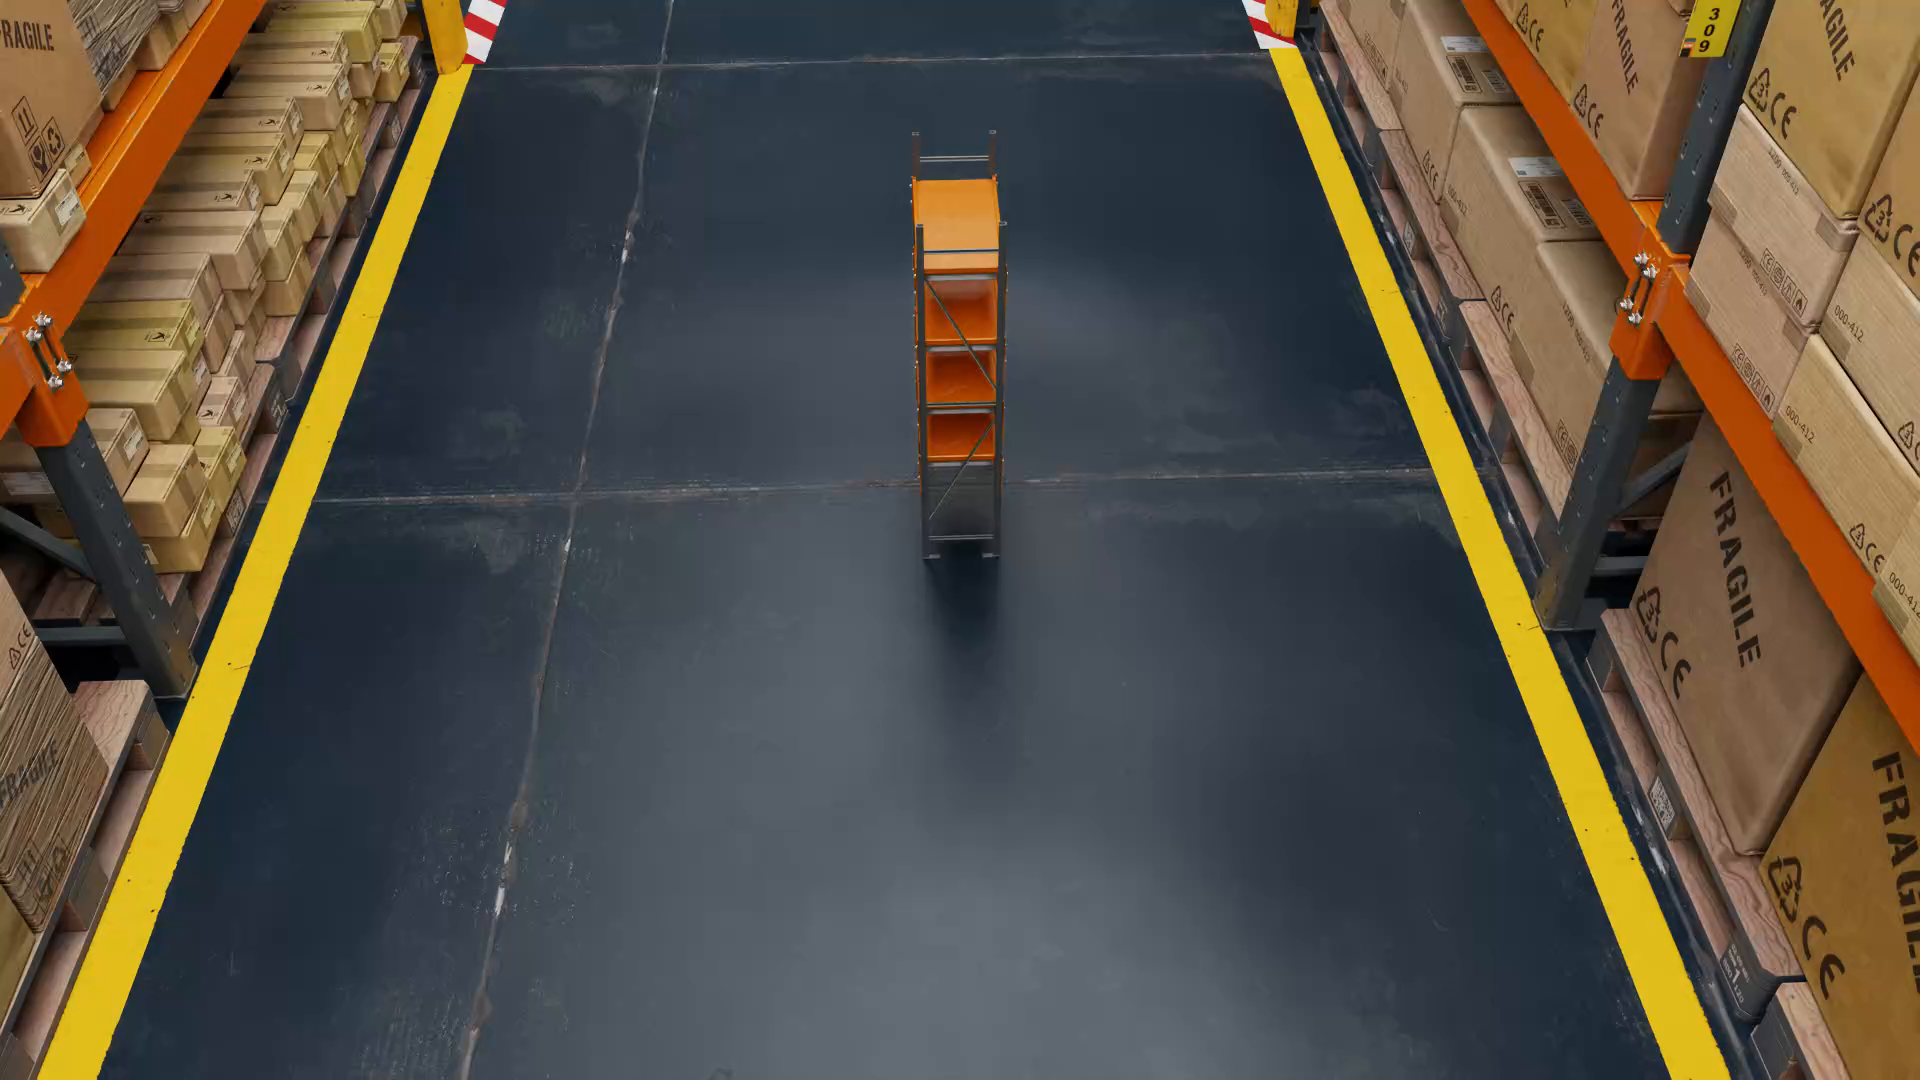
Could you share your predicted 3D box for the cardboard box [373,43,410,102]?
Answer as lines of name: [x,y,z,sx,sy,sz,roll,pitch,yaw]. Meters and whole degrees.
cardboard box: [-2.537,-1.958,6.965,0.380,0.149,0.250,0,43,0]

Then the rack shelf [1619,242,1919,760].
rack shelf: [2.317,0.731,2.765,1.077,0.370,4.000,-2,43,-2]

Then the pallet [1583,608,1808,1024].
pallet: [2.340,0.663,4.371,1.003,0.211,1.213,-2,43,-2]

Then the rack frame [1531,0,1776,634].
rack frame: [2.232,-0.884,3.995,1.000,3.000,0.127,-2,43,-2]

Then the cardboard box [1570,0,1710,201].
cardboard box: [1.957,-1.227,4.294,0.500,0.500,0.500,-1,43,-1]

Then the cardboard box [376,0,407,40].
cardboard box: [-2.572,-2.240,7.052,0.380,0.149,0.250,-3,43,-3]

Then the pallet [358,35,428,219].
pallet: [-2.877,-1.745,6.998,1.003,0.211,1.213,-2,43,-2]

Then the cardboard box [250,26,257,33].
cardboard box: [-3.114,-2.227,7.038,0.380,0.149,0.250,0,43,0]

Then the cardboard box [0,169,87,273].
cardboard box: [-2.395,-0.782,4.069,0.380,0.149,0.250,0,43,0]

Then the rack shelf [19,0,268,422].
rack shelf: [-2.795,-1.759,5.481,1.077,0.370,4.000,-2,43,-2]

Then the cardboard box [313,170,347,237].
cardboard box: [-2.523,-1.255,6.199,0.380,0.149,0.250,-1,43,-1]

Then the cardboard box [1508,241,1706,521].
cardboard box: [2.312,-0.521,5.184,0.875,0.438,0.875,-2,43,-2]

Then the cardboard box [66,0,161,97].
cardboard box: [-2.507,-1.496,4.368,0.500,0.500,0.500,-2,43,-2]

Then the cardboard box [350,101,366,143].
cardboard box: [-2.588,-1.611,6.586,0.380,0.149,0.250,-1,43,-1]

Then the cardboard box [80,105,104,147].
cardboard box: [-2.544,-1.133,4.452,0.380,0.149,0.250,-3,43,-4]

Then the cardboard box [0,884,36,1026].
cardboard box: [-2.405,0.932,3.553,0.500,0.500,0.500,-3,43,-3]

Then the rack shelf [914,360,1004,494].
rack shelf: [-0.007,-0.358,5.146,0.258,0.148,0.480,-2,43,-2]

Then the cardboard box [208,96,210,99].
cardboard box: [-3.157,-1.701,6.465,0.380,0.149,0.250,0,43,0]

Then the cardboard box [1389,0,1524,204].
cardboard box: [2.237,-1.734,6.508,0.875,0.438,0.875,-1,43,-1]

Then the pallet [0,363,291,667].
pallet: [-2.773,-0.098,5.201,1.003,0.211,1.213,-2,43,-2]

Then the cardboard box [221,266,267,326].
cardboard box: [-2.549,-0.842,5.527,0.380,0.149,0.250,0,43,0]

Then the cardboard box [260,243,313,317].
cardboard box: [-2.500,-0.907,5.819,0.380,0.149,0.250,-3,43,-3]

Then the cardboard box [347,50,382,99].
cardboard box: [-2.548,-1.889,6.670,0.380,0.149,0.250,-3,43,-4]

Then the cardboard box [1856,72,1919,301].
cardboard box: [2.012,-0.641,2.916,0.500,0.500,0.500,-2,43,-2]

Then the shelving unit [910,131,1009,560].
shelving unit: [-0.007,-0.554,4.966,0.258,1.200,0.503,-2,43,-2]

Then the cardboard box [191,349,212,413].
cardboard box: [-2.552,-0.473,5.125,0.380,0.149,0.250,-2,43,-2]

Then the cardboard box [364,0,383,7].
cardboard box: [-2.604,-2.347,6.950,0.380,0.149,0.250,-1,43,-1]

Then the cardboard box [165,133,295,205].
cardboard box: [-2.558,-1.291,5.797,0.380,0.149,0.250,-1,43,-2]

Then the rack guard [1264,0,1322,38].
rack guard: [2.061,-2.679,7.803,1.175,0.500,0.348,-2,43,-2]

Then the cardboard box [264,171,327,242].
cardboard box: [-2.481,-1.181,5.897,0.380,0.149,0.250,-1,43,-1]

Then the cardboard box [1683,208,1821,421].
cardboard box: [1.987,-0.524,3.713,0.500,0.250,0.500,-3,43,-3]

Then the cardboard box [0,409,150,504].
cardboard box: [-2.517,-0.235,4.646,0.380,0.149,0.250,0,43,0]

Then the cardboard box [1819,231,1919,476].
cardboard box: [2.019,-0.357,3.160,0.500,0.250,0.500,-1,43,-1]

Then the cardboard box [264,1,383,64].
cardboard box: [-2.513,-2.005,6.576,0.380,0.149,0.250,-3,43,-3]

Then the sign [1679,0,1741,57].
sign: [1.677,-1.215,3.657,0.100,0.325,0.005,-2,43,-2]

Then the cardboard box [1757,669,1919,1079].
cardboard box: [2.384,0.770,3.451,0.875,0.875,0.875,-1,43,-1]

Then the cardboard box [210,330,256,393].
cardboard box: [-2.538,-0.549,5.428,0.380,0.149,0.250,-2,43,-3]

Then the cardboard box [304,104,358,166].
cardboard box: [-2.513,-1.540,6.289,0.380,0.149,0.250,-1,43,-1]

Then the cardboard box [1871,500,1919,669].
cardboard box: [2.016,0.172,2.954,0.500,0.250,0.500,-2,43,-2]

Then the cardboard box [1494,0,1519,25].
cardboard box: [1.893,-1.913,5.043,0.500,0.500,0.500,-2,43,-2]

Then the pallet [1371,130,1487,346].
pallet: [2.223,-1.197,6.400,1.003,0.211,1.213,-2,43,-2]

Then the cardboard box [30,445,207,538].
cardboard box: [-2.405,-0.141,4.763,0.380,0.149,0.250,0,43,0]

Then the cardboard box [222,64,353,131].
cardboard box: [-2.498,-1.648,6.187,0.380,0.149,0.250,0,43,0]

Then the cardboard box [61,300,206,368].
cardboard box: [-2.530,-0.592,5.035,0.380,0.149,0.250,-2,43,-2]

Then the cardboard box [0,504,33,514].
cardboard box: [-2.994,-0.210,5.059,0.380,0.149,0.250,-1,43,-1]

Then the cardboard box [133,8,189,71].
cardboard box: [-2.495,-1.488,4.840,0.380,0.149,0.250,-1,43,-1]

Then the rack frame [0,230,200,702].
rack frame: [-2.710,-0.674,3.765,1.000,3.000,0.127,-2,43,-2]

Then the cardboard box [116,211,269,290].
cardboard box: [-2.493,-0.942,5.417,0.380,0.149,0.250,-1,43,-1]

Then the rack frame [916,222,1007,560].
rack frame: [0.003,-0.389,4.787,0.240,1.200,0.015,-2,43,-2]

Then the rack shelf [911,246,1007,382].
rack shelf: [-0.007,-0.669,4.861,0.258,0.148,0.480,-2,43,-2]

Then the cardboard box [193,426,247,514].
cardboard box: [-2.415,-0.212,5.061,0.380,0.149,0.250,0,43,-1]
